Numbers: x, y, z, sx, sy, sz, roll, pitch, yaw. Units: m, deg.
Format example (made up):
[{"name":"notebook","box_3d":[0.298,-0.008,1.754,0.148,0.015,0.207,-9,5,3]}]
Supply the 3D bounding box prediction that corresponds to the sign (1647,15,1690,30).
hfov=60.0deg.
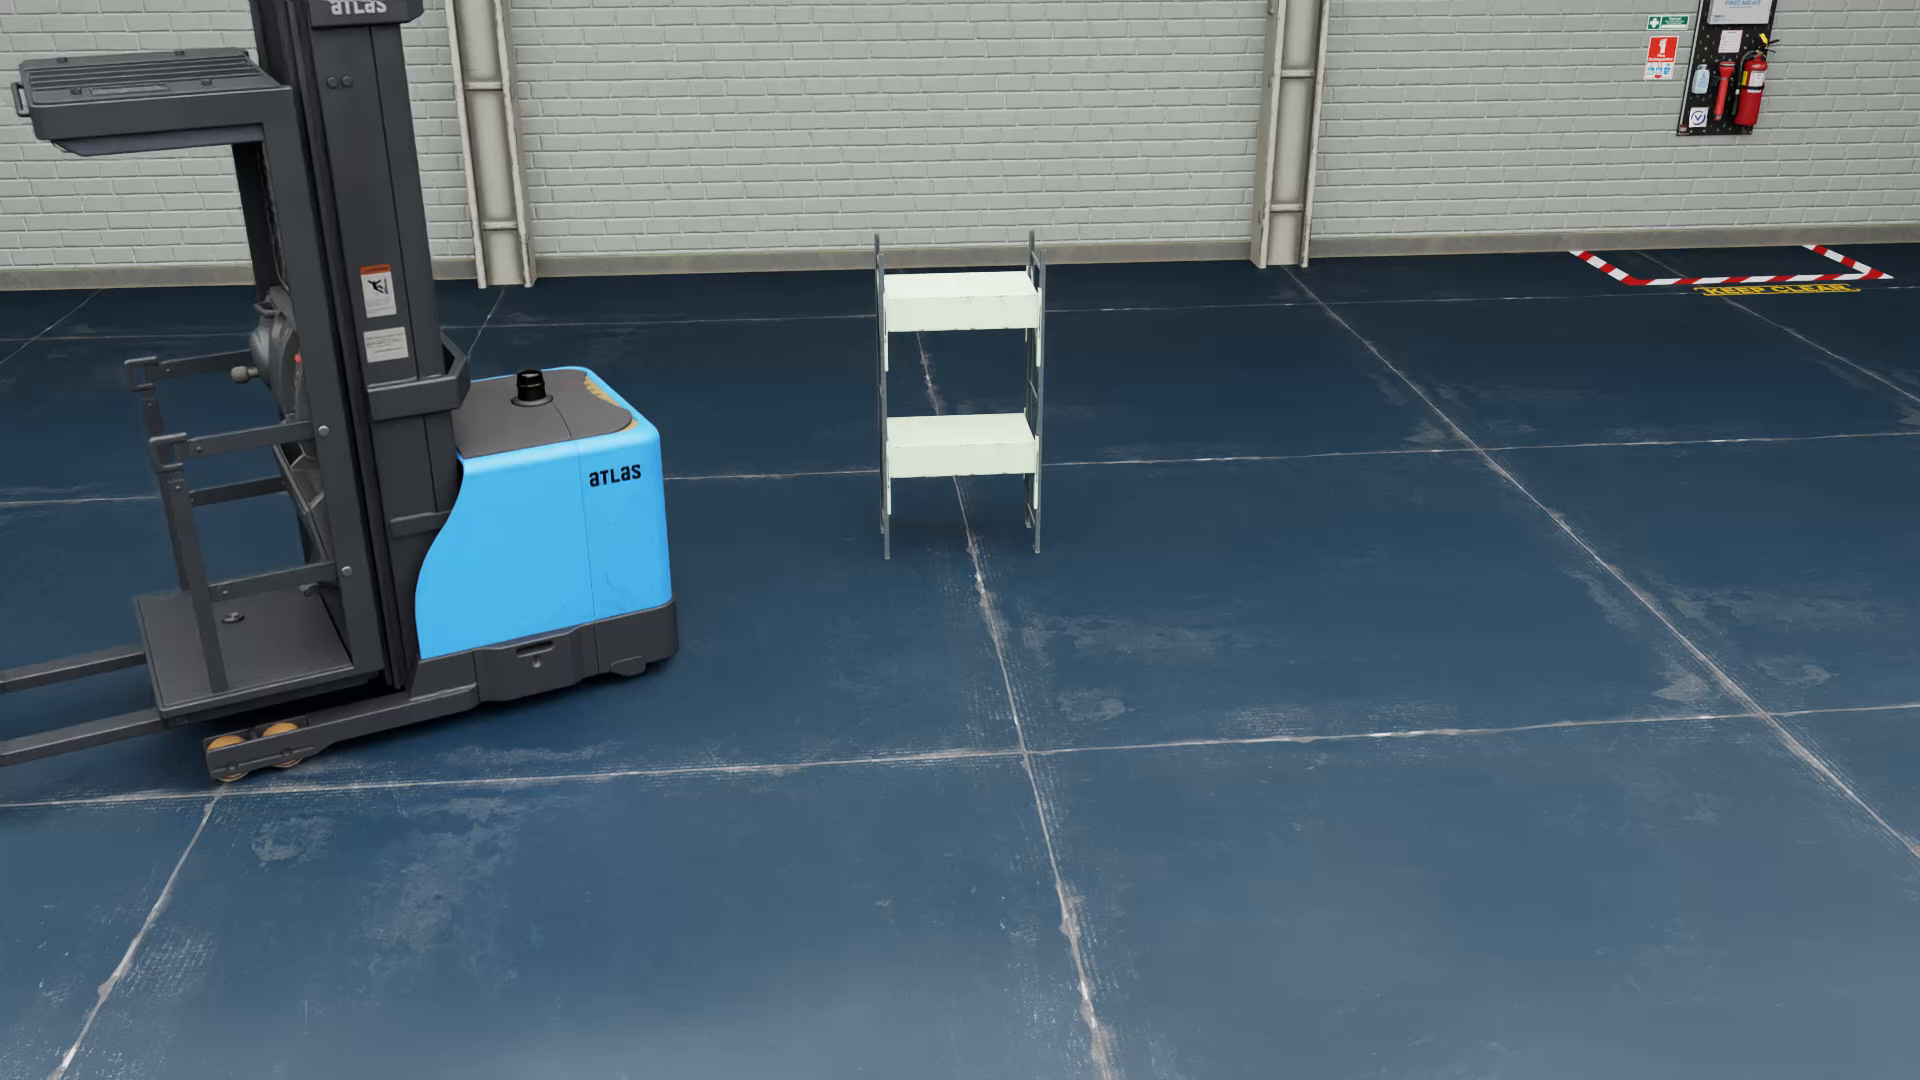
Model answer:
[{"name":"sign","box_3d":[5.482,-4.006,12.873,0.331,0.109,0.001,-2,24,-5]}]

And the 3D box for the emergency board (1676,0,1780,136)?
[{"name":"emergency board","box_3d":[6.037,-3.731,12.952,0.643,1.169,0.194,-2,24,-5]}]

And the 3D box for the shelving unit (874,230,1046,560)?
[{"name":"shelving unit","box_3d":[-0.007,-0.685,7.945,0.755,1.500,0.431,-2,24,-5]}]

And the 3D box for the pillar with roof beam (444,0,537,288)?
[{"name":"pillar with roof beam","box_3d":[-3.019,-4.337,6.928,0.400,9.000,9.100,-2,24,-5]}]

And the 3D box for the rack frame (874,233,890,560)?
[{"name":"rack frame","box_3d":[-0.371,-0.670,7.912,0.023,1.500,0.400,-2,24,-5]}]

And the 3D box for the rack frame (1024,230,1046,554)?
[{"name":"rack frame","box_3d":[0.358,-0.700,7.978,0.023,1.500,0.400,-2,24,-5]}]

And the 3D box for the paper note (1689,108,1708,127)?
[{"name":"paper note","box_3d":[5.854,-3.350,13.177,0.142,0.148,0.016,-2,24,-5]}]

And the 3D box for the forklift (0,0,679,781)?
[{"name":"forklift","box_3d":[-2.729,-0.683,6.177,3.031,2.935,1.130,-13,27,-26]}]

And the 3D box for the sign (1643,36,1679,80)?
[{"name":"sign","box_3d":[5.476,-3.767,12.988,0.234,0.329,0.001,-2,24,-5]}]

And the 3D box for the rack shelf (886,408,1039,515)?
[{"name":"rack shelf","box_3d":[-0.007,-0.387,8.077,0.720,0.370,0.431,-2,24,-5]}]

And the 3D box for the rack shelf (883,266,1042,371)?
[{"name":"rack shelf","box_3d":[-0.007,-1.042,7.786,0.720,0.370,0.431,-2,24,-5]}]

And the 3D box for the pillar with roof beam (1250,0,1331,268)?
[{"name":"pillar with roof beam","box_3d":[2.952,-4.576,7.467,0.400,9.000,9.100,-2,24,-5]}]
